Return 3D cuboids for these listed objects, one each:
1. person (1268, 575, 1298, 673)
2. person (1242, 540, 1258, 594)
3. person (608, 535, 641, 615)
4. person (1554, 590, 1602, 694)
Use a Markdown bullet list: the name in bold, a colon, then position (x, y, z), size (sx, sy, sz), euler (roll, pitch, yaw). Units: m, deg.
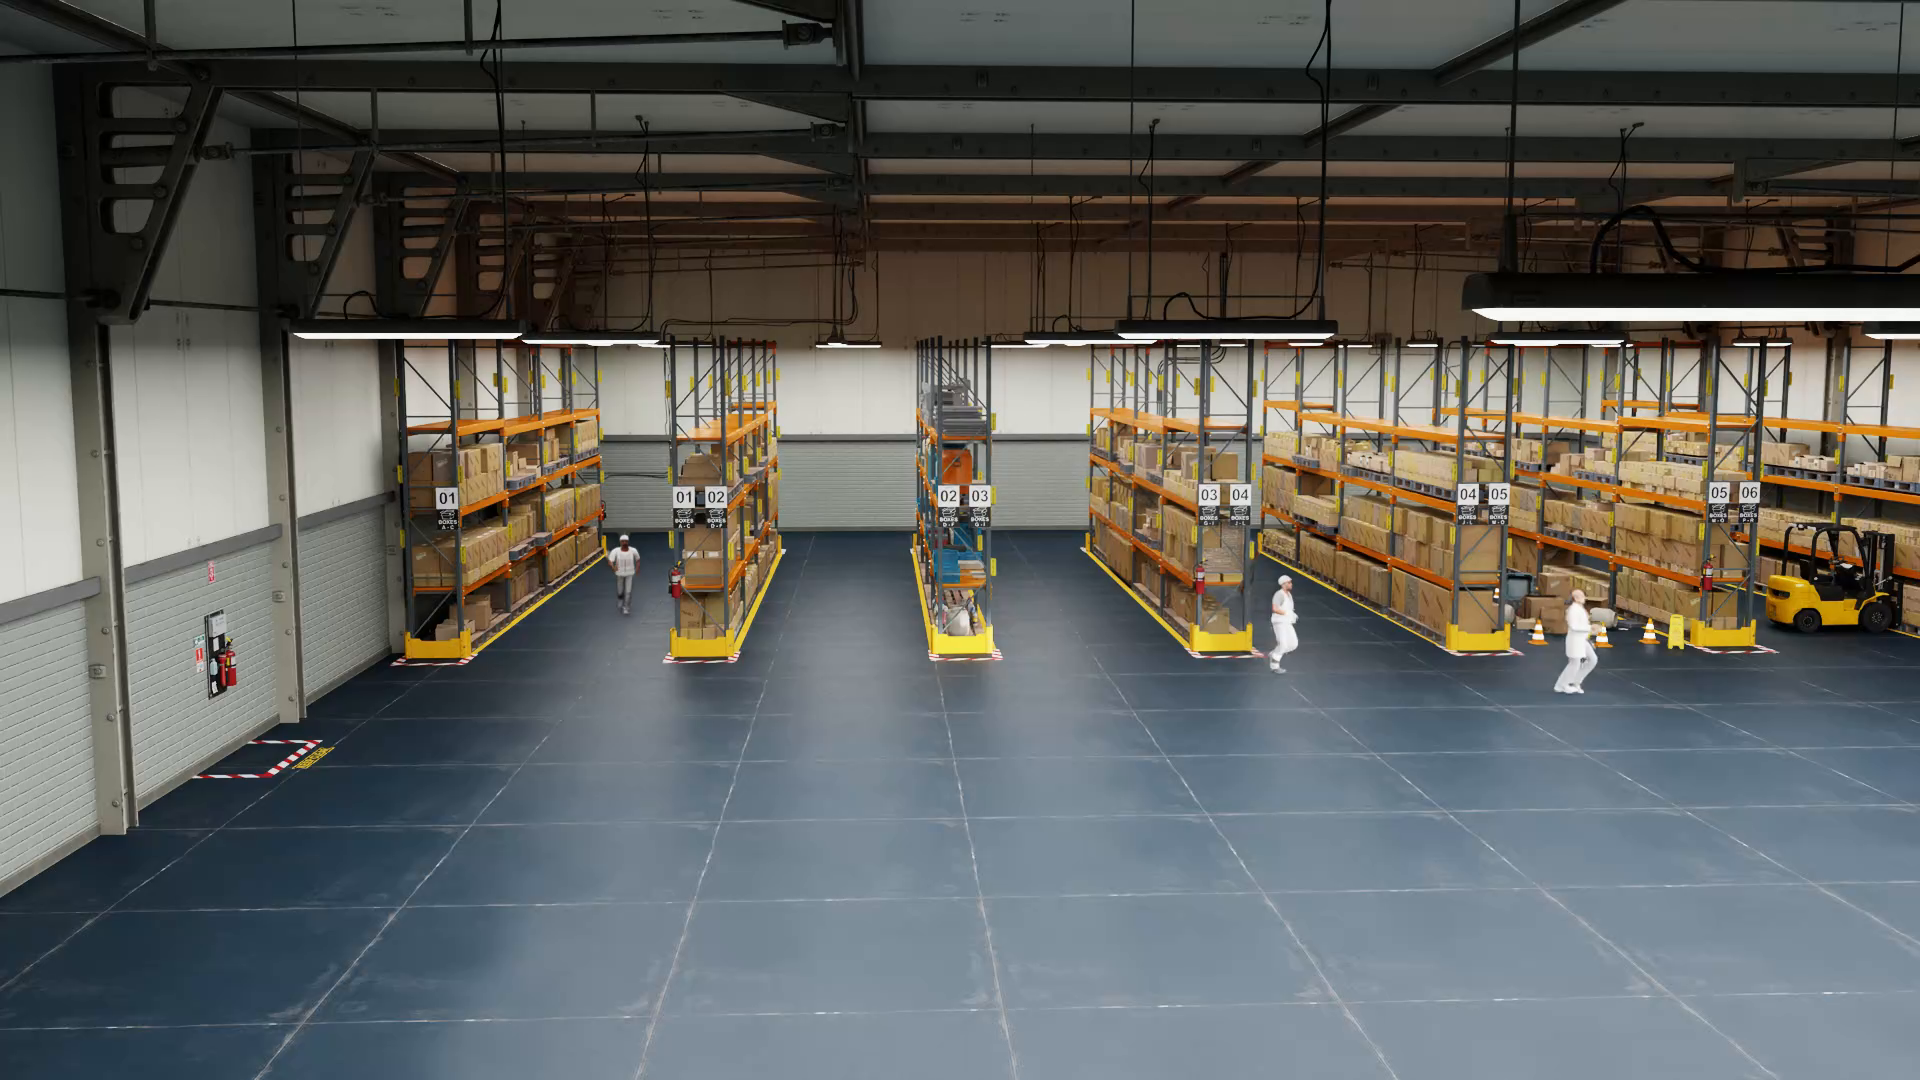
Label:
- **person**: position (5.805, 1.493, 29.709), size (0.618, 1.728, 0.705), euler (5, 8, 38)
- **person**: position (6.584, 0.630, 38.315), size (0.576, 1.542, 0.615), euler (0, 6, -2)
- **person**: position (-7.312, 0.745, 36.297), size (0.704, 1.724, 0.668), euler (-2, 7, -15)
- **person**: position (10.334, 1.755, 27.716), size (0.754, 1.687, 0.674), euler (4, 8, 34)
